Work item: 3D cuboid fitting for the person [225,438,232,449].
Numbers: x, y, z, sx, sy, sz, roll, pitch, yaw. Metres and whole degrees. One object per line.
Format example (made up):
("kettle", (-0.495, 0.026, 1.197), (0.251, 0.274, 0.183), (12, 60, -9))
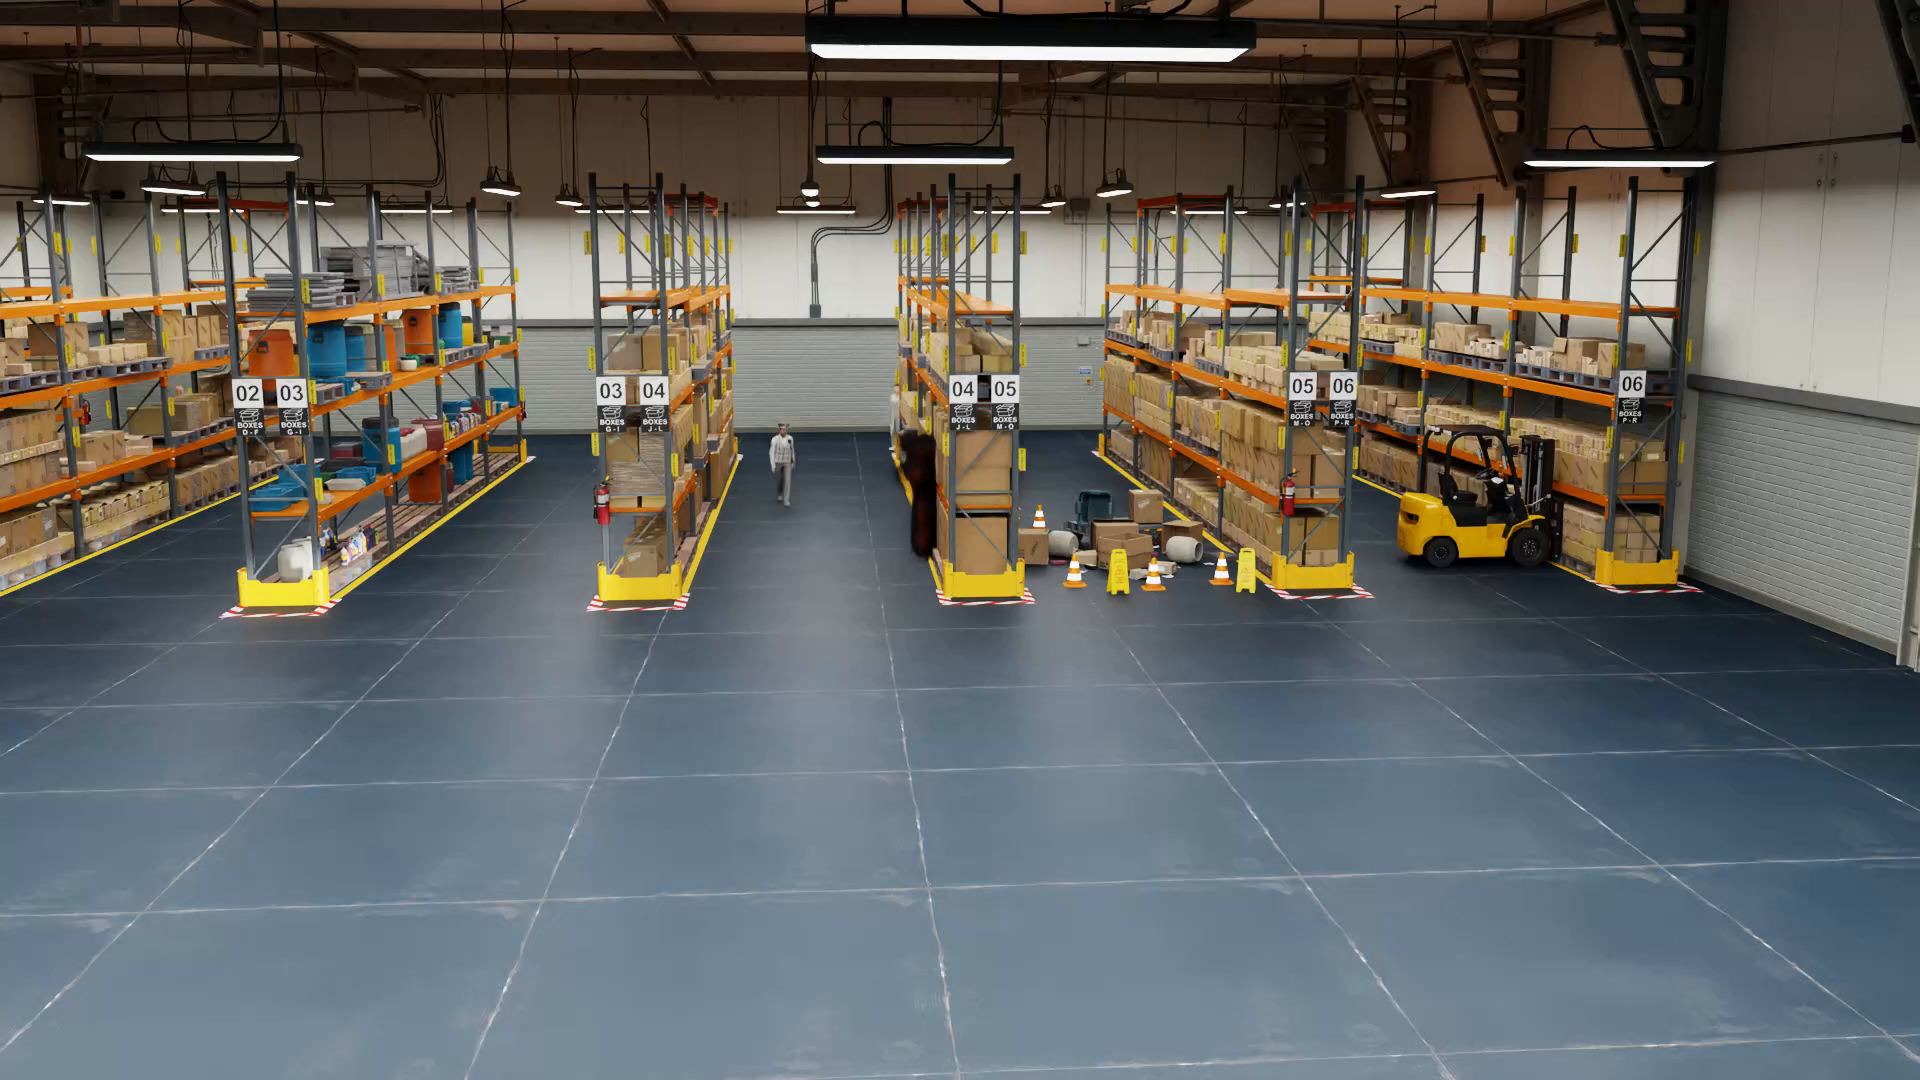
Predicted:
("person", (-17.473, -2.818, 39.933), (0.700, 1.845, 0.750), (-1, 10, -6))

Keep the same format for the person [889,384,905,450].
("person", (-1.500, -3.055, 41.100), (0.636, 1.658, 0.445), (-9, 14, -42))

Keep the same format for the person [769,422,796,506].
("person", (-3.473, -1.489, 32.447), (0.483, 1.618, 0.985), (0, 10, -2))

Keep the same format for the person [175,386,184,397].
("person", (-18.456, -2.816, 39.610), (0.462, 1.721, 0.553), (0, 10, 2))
